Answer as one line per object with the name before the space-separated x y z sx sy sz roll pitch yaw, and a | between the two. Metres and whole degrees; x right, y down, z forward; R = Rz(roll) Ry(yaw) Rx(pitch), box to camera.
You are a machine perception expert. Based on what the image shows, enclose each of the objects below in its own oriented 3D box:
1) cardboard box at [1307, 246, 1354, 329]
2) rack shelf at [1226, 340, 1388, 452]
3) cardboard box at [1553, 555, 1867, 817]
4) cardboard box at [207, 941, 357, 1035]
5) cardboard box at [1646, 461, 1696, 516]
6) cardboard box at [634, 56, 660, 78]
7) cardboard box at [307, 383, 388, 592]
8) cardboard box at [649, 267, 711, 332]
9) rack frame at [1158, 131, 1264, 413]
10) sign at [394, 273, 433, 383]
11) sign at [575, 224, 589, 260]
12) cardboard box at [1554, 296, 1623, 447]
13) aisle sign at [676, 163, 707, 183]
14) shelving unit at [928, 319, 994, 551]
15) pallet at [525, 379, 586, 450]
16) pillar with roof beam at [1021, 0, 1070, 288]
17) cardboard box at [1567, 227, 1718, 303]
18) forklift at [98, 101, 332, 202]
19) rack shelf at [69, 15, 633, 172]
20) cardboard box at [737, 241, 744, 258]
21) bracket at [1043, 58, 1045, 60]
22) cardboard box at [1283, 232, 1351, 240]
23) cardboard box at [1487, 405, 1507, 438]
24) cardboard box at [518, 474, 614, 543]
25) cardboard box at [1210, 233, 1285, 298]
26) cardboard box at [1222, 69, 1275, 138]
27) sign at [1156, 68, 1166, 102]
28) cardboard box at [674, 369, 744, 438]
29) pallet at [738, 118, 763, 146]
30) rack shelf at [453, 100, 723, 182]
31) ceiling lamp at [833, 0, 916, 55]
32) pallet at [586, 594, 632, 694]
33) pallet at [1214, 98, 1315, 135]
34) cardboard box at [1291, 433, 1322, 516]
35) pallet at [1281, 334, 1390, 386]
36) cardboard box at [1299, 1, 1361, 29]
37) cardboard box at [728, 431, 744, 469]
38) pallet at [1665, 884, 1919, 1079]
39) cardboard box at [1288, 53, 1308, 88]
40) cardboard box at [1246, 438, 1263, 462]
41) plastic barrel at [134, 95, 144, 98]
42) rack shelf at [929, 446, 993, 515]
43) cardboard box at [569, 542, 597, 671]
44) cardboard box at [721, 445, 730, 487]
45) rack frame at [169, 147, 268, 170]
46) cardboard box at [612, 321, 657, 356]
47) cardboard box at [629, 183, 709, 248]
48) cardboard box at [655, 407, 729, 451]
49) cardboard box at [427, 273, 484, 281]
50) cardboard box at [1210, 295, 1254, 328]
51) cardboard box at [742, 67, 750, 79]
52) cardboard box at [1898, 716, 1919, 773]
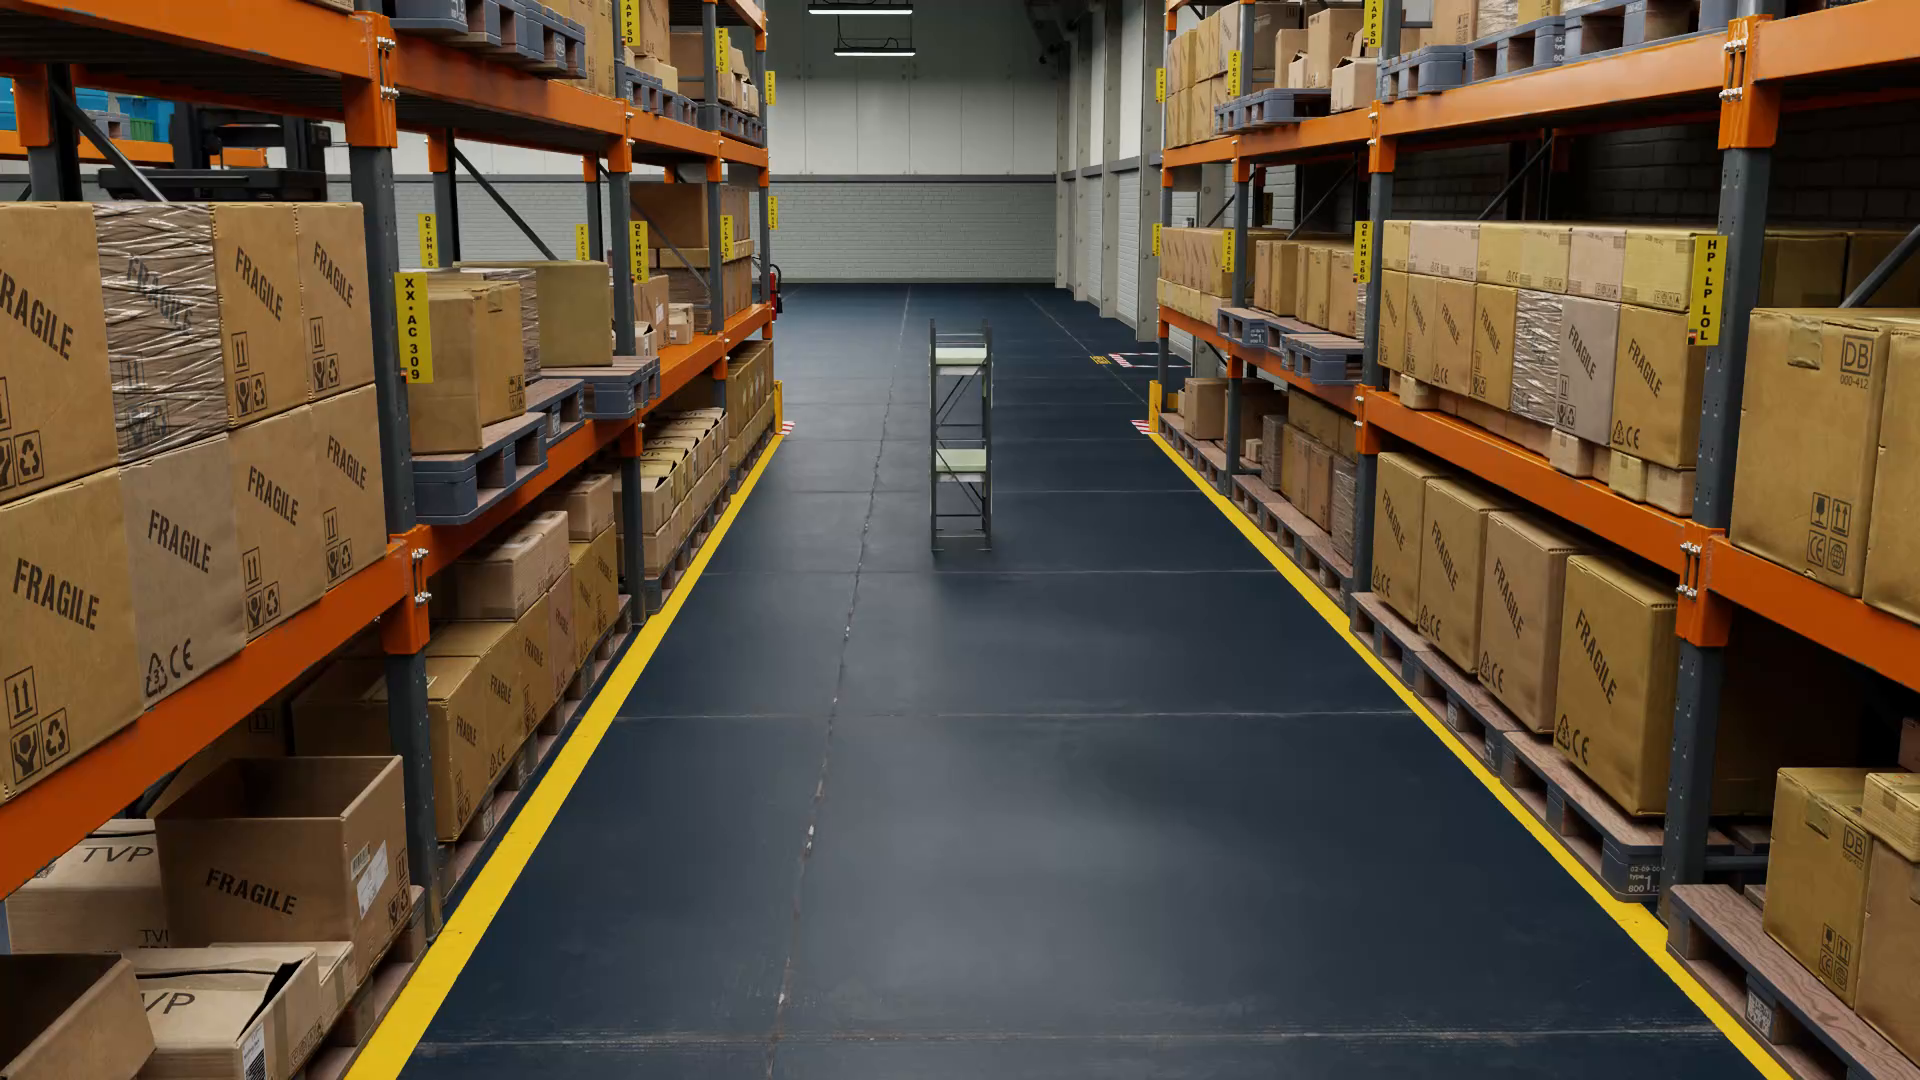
cardboard box | 2.634 -1.623 10.657 0.700 0.500 0.500 0 11 -1
rack shelf | 2.661 -1.062 11.061 1.077 0.370 4.000 0 11 -1
cardboard box | 2.641 0.497 5.916 0.750 0.750 0.750 0 11 0
cardboard box | -1.805 1.167 4.327 0.380 0.149 0.250 0 11 -1
cardboard box | 2.495 -0.175 5.459 0.380 0.149 0.250 0 11 -1
cardboard box | -2.316 -3.162 11.378 0.500 0.250 0.500 -1 12 -7
cardboard box | -1.901 -0.152 4.512 0.500 0.500 0.500 0 11 0
cardboard box | -2.349 -1.929 13.270 0.700 0.500 0.500 -1 11 -3
rack frame | 2.537 -2.608 16.868 1.000 3.000 0.127 0 11 -1
sign | -1.626 -0.629 4.939 0.100 0.325 0.005 0 11 -1
sign | -2.888 -2.252 12.738 0.100 0.325 0.005 0 11 -1
cardboard box | 2.503 -0.619 6.016 0.500 0.500 0.500 0 11 -1
aisle sign | -2.723 -3.872 16.564 0.394 0.787 0.004 0 11 -1
shelving unit | 0.000 -0.736 11.417 0.431 1.500 0.755 0 11 -1
pallet | -2.206 -0.516 7.039 1.003 0.211 1.213 0 11 -1
pillar with roof beam | -1.508 -11.358 44.911 9.100 9.000 0.548 0 11 -1
cardboard box | 2.518 -0.988 5.948 0.500 0.250 0.500 0 11 0
forklift | -4.579 -1.277 10.482 1.130 2.935 3.031 0 11 -2
rack shelf | -2.209 -1.716 6.739 1.077 0.370 4.000 0 11 -1
cardboard box | -2.196 -2.673 15.308 0.380 0.149 0.250 0 11 1
bracket | 2.396 -13.574 46.783 0.076 0.066 3.189 0 11 -1
cardboard box | 2.818 -2.211 13.352 0.500 0.500 0.500 -1 11 -2
cardboard box | 2.520 -0.533 7.223 0.380 0.149 0.250 0 11 -1
cardboard box | -1.991 -0.158 8.089 0.500 0.250 0.500 0 11 1
cardboard box | 2.300 -2.209 13.344 0.500 0.500 0.500 0 11 -1
cardboard box | 2.362 -3.441 13.131 0.500 0.500 0.500 0 11 0
sign | 1.994 -4.504 16.472 0.100 0.325 0.005 0 11 -1
cardboard box | -2.030 -1.111 13.463 0.500 0.500 0.500 0 11 -1
pallet | -2.427 -3.873 15.781 1.003 0.211 1.213 0 11 -1
rack shelf | -2.292 -2.511 10.659 1.077 0.370 4.000 0 11 -1
ceiling lamp | -2.084 -13.448 40.531 2.000 3.185 0.800 0 11 -1
pallet | -2.273 0.519 8.471 1.003 0.211 1.213 0 11 -1
pallet | 2.526 -3.067 12.062 1.213 0.211 1.003 0 11 -1
cardboard box | 2.682 -0.453 11.427 0.700 0.500 0.500 0 11 -1
pallet | 2.581 -1.065 9.745 1.213 0.211 1.003 0 11 -1
cardboard box | 2.895 -3.930 13.025 0.500 0.500 0.500 0 11 0
cardboard box | -2.040 -0.743 13.537 0.500 0.250 0.500 0 11 -1
pallet | 2.722 1.296 4.641 1.003 0.211 1.213 0 11 -1
cardboard box | 2.563 -3.213 11.477 0.500 0.311 0.500 0 11 1
cardboard box | 2.578 -0.746 13.710 0.380 0.166 0.250 -2 12 -9
plastic barrel | -7.218 -4.109 15.194 0.600 0.588 0.600 0 11 0
rack shelf | 0.000 -0.417 11.481 0.431 0.370 0.720 0 11 -1
cardboard box | -1.986 0.301 7.712 0.500 0.500 0.500 -1 11 -3
cardboard box | -2.035 -0.568 12.676 0.500 0.250 0.500 0 11 -2
rack frame | -7.368 -2.567 16.668 1.000 3.000 0.127 0 11 -1
cardboard box | -2.075 -1.131 9.815 0.500 0.311 0.500 0 11 -2
cardboard box | -2.349 -2.564 13.141 0.700 0.500 0.500 0 11 -1
cardboard box | -2.038 -0.845 12.630 0.500 0.311 0.500 0 11 -1
cardboard box | -2.266 -0.807 6.684 0.700 0.500 0.500 -3 12 -16
cardboard box | 2.307 -1.842 13.420 0.500 0.250 0.500 0 11 -1
cardboard box | -2.408 -4.267 15.837 0.797 0.503 0.637 1 11 3
cardboard box | 2.893 0.599 4.664 0.380 0.149 0.250 0 11 -1
